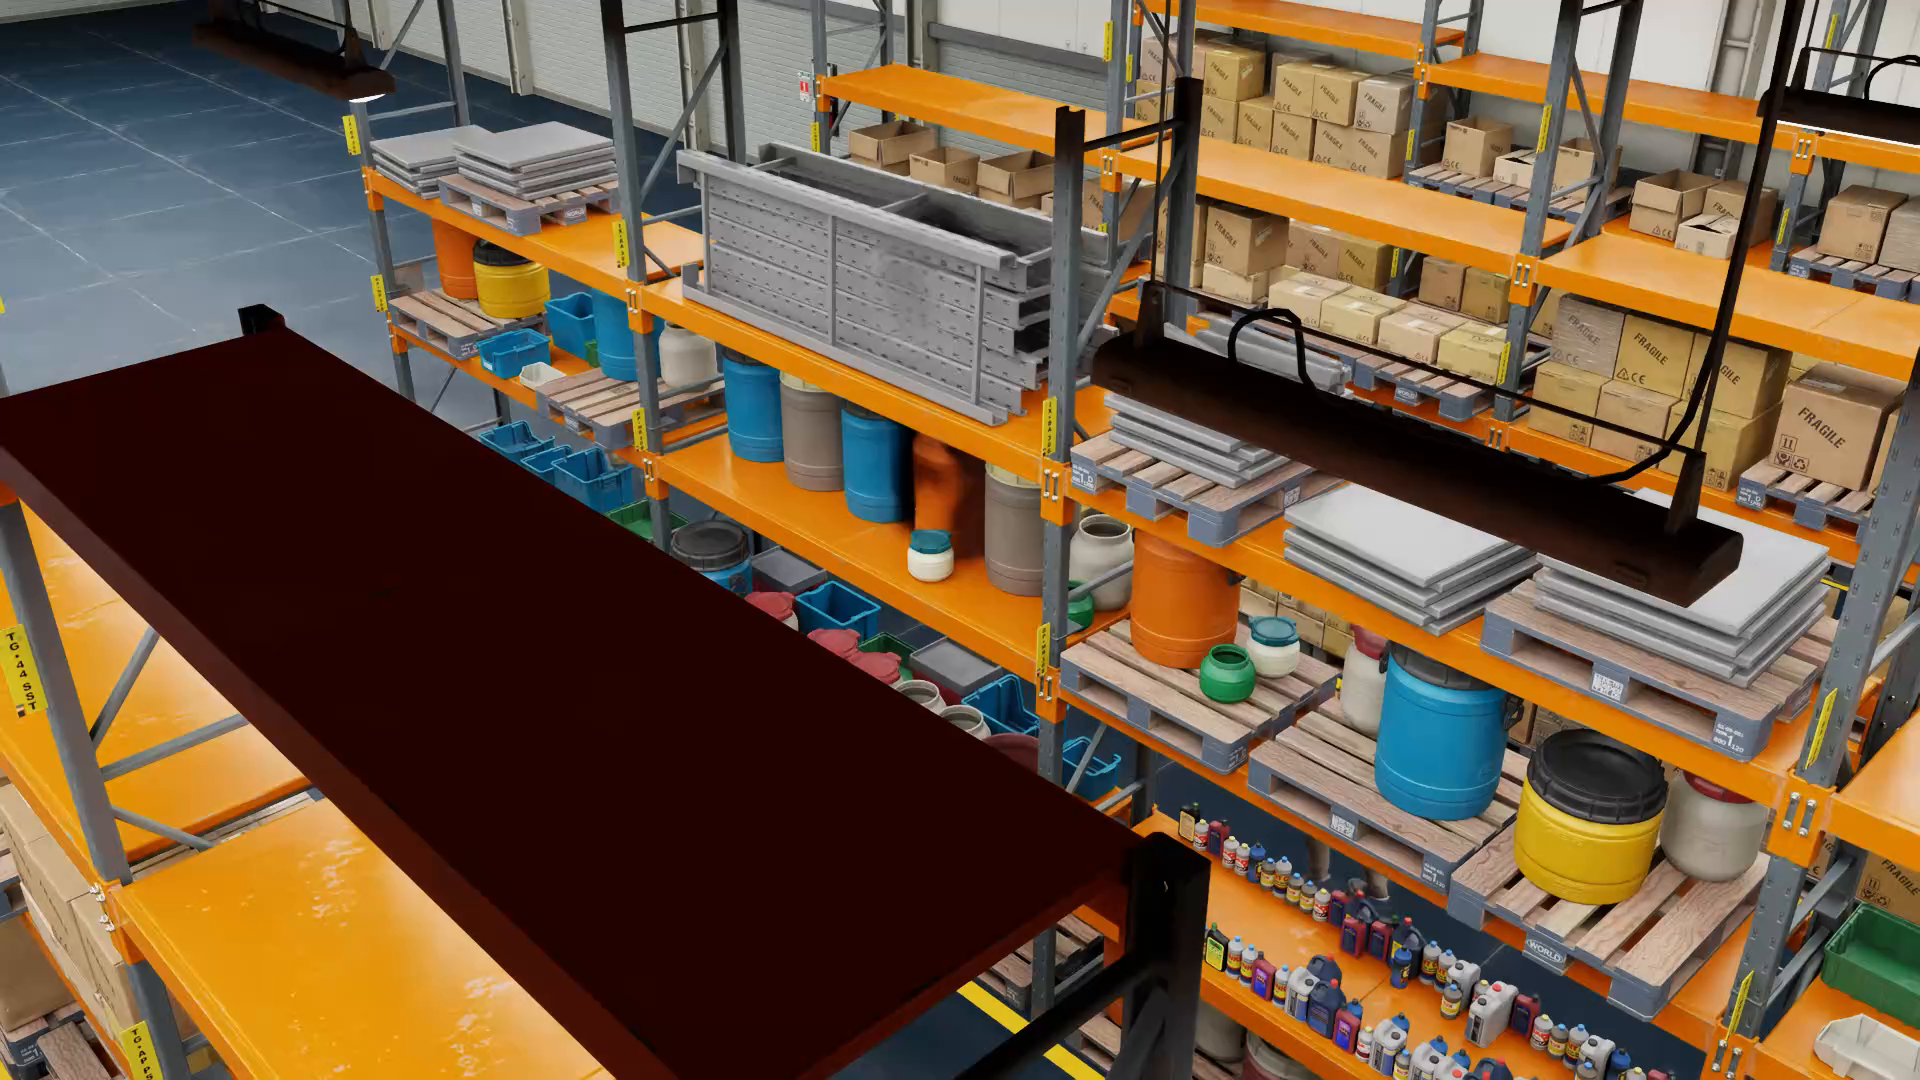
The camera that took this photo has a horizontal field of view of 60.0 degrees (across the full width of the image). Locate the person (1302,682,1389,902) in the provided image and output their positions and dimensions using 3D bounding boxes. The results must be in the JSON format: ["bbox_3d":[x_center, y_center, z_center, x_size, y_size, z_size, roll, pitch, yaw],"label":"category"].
[{"bbox_3d":[2.643,1.721,11.408,0.623,1.825,0.849,-20,34,-33],"label":"person"}]

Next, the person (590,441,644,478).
[{"bbox_3d":[-3.667,-1.306,17.576,0.698,1.650,0.616,-14,31,-24],"label":"person"}]
